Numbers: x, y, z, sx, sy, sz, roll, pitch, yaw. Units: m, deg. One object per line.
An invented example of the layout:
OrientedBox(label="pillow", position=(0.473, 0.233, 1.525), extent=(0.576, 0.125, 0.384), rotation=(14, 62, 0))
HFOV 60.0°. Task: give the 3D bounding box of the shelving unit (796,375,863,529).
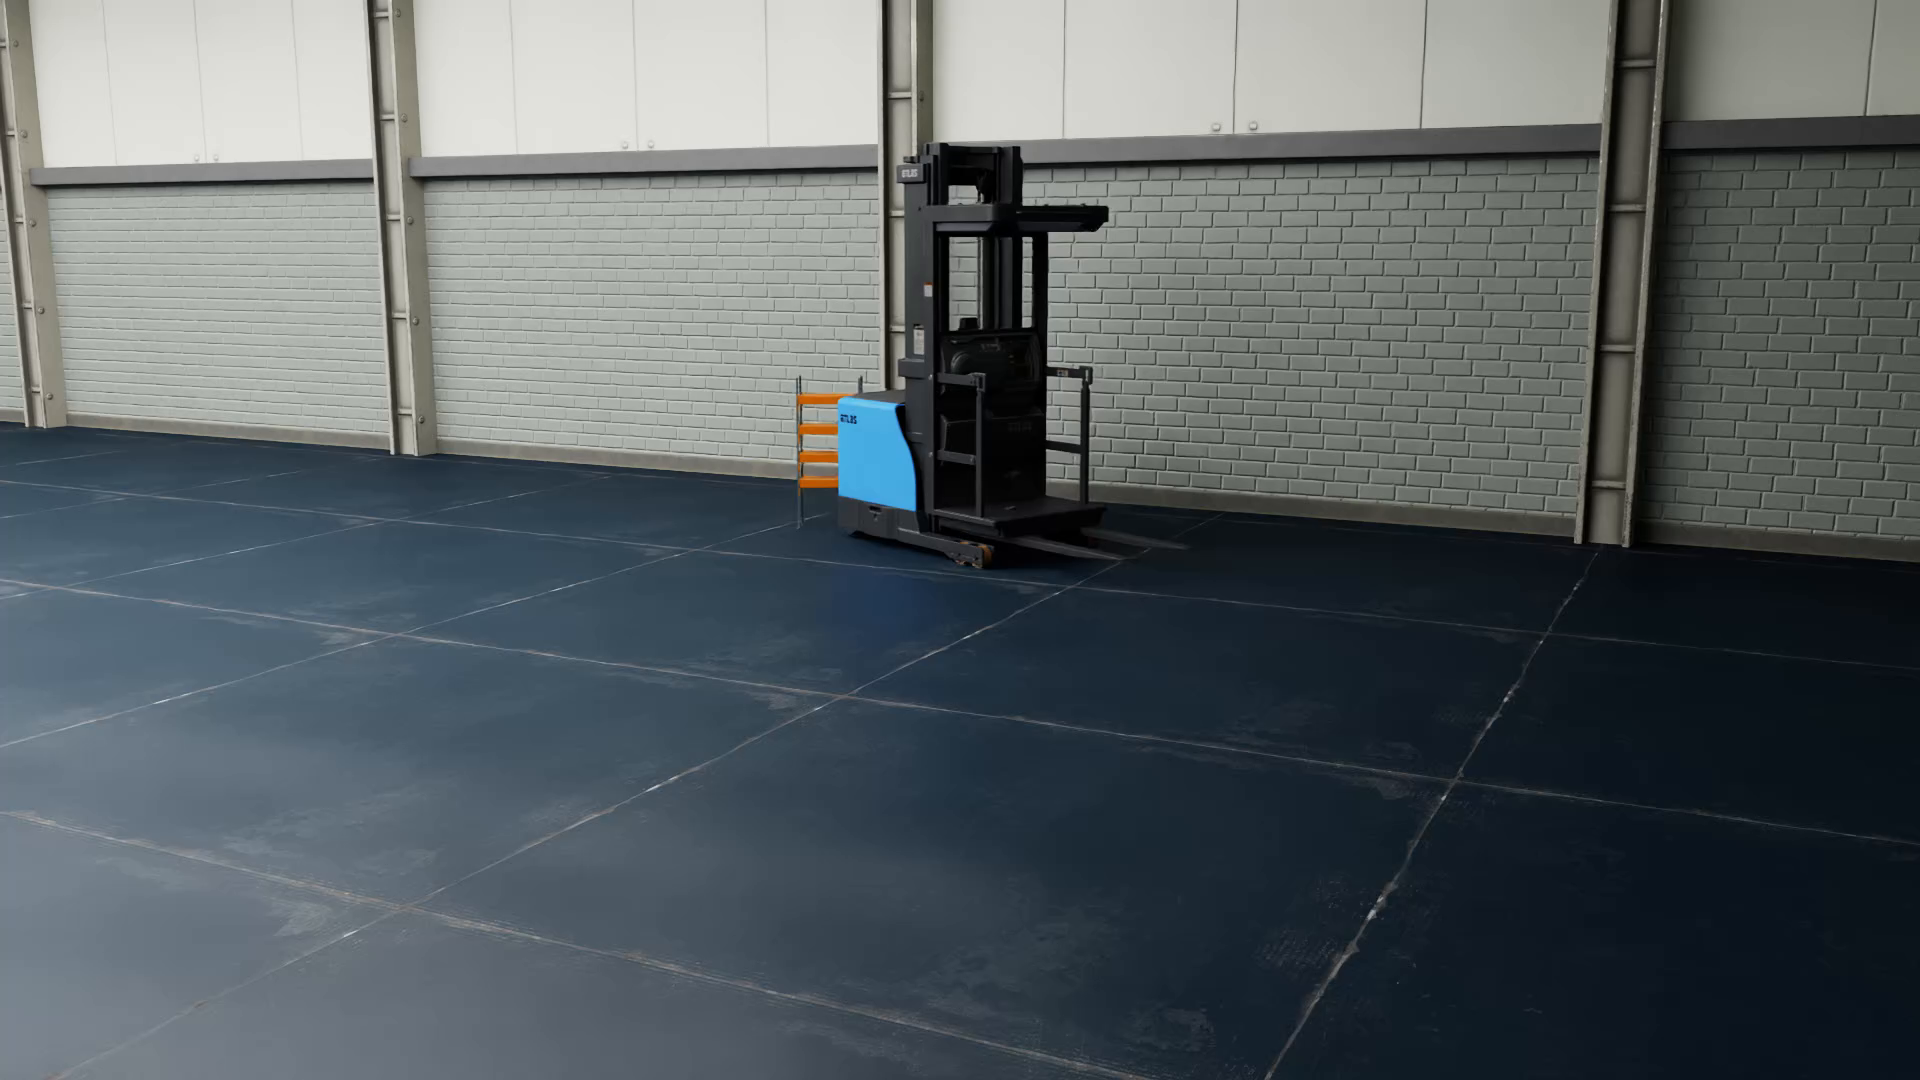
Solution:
OrientedBox(label="shelving unit", position=(-1.031, -0.698, 13.217), extent=(0.503, 1.200, 0.258), rotation=(0, 10, 1))

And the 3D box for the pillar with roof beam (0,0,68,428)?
OrientedBox(label="pillar with roof beam", position=(-13.149, -5.144, 15.886), extent=(0.400, 9.000, 9.100), rotation=(5, 11, 26))

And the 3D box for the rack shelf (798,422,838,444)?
OrientedBox(label="rack shelf", position=(-1.031, -0.852, 13.189), extent=(0.480, 0.148, 0.258), rotation=(0, 10, 1))

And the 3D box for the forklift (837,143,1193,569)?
OrientedBox(label="forklift", position=(0.358, -1.340, 11.904), extent=(1.130, 2.935, 3.031), rotation=(-8, 13, -38))

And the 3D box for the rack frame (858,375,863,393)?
OrientedBox(label="rack frame", position=(-0.787, -0.697, 13.211), extent=(0.015, 1.200, 0.240), rotation=(0, 10, 1))

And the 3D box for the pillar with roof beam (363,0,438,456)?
OrientedBox(label="pillar with roof beam", position=(-7.768, -4.671, 13.274), extent=(0.400, 9.000, 9.100), rotation=(5, 11, 26))

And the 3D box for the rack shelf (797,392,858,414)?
OrientedBox(label="rack shelf", position=(-1.031, -1.085, 13.147), extent=(0.480, 0.148, 0.258), rotation=(0, 10, 1))

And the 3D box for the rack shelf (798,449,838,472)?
OrientedBox(label="rack shelf", position=(-1.031, -0.632, 13.229), extent=(0.480, 0.148, 0.258), rotation=(0, 10, 1))

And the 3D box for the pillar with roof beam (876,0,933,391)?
OrientedBox(label="pillar with roof beam", position=(-2.387, -4.199, 10.661), extent=(0.400, 9.000, 9.100), rotation=(5, 11, 26))

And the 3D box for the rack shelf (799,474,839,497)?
OrientedBox(label="rack shelf", position=(-1.031, -0.436, 13.264), extent=(0.480, 0.148, 0.258), rotation=(0, 10, 1))

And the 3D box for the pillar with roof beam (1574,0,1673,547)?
OrientedBox(label="pillar with roof beam", position=(2.993, -3.726, 8.049), extent=(0.400, 9.000, 9.100), rotation=(5, 11, 26))

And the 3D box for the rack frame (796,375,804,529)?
OrientedBox(label="rack frame", position=(-1.275, -0.699, 13.223), extent=(0.015, 1.200, 0.240), rotation=(0, 10, 1))
